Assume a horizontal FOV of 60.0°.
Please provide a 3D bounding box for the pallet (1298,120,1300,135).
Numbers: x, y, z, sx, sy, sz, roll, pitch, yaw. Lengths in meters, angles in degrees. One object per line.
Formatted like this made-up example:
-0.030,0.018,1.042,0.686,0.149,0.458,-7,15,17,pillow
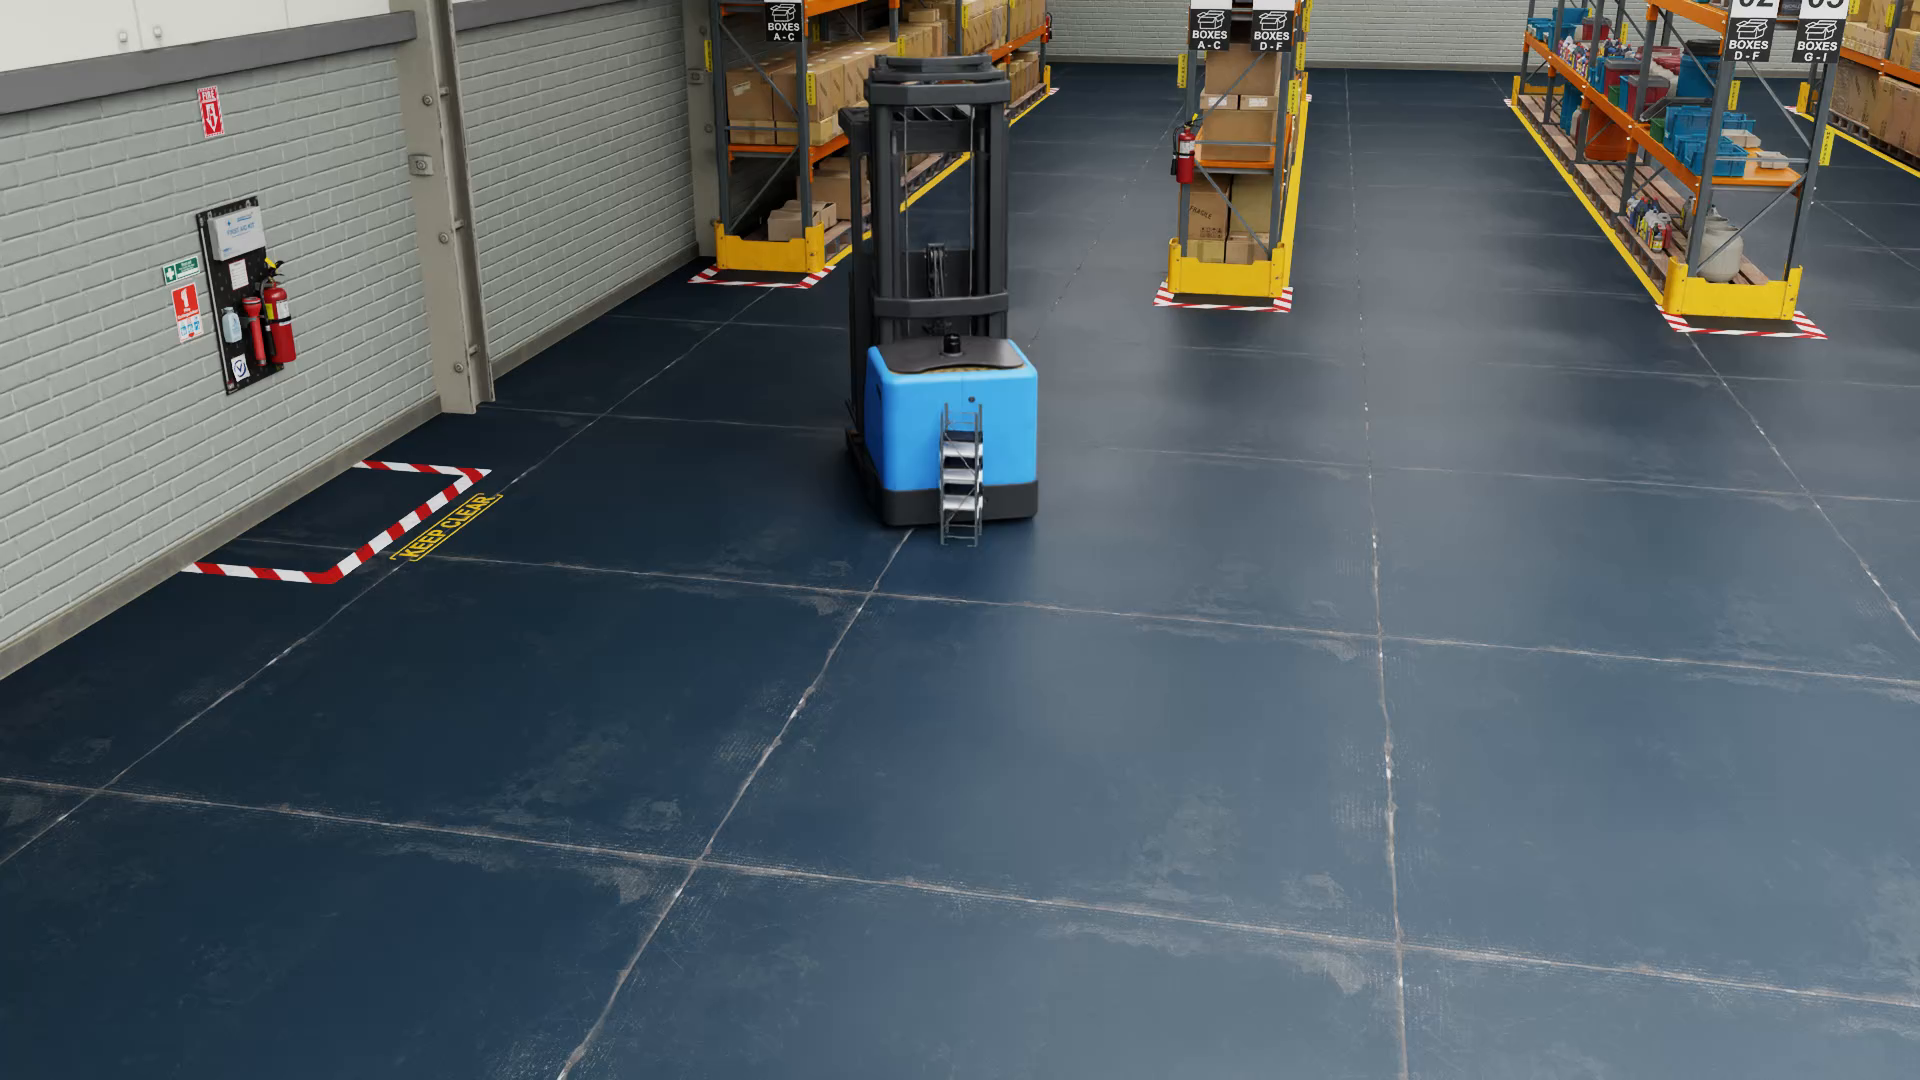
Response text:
5.074,-6.779,27.402,1.003,0.211,1.213,4,22,11,pallet

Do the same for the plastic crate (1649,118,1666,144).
7.865,-4.495,18.282,0.450,0.188,0.662,4,22,11,plastic crate

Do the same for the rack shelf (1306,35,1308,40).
5.611,-8.770,29.578,1.077,0.370,4.000,4,22,11,rack shelf

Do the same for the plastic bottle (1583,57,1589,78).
8.947,-6.741,23.733,0.061,0.283,0.133,4,22,11,plastic bottle

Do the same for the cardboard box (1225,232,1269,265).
3.081,-3.082,17.610,0.500,0.250,0.500,4,22,11,cardboard box

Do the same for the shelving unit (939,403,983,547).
0.008,-0.415,10.680,0.258,0.900,0.210,3,22,7,shelving unit

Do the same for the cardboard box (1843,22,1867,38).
15.148,-8.618,28.040,0.500,0.250,0.500,4,22,9,cardboard box

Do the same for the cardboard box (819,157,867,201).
-1.452,-4.485,20.731,0.500,0.500,0.500,3,22,7,cardboard box

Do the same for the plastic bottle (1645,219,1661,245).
7.655,-3.391,18.316,0.152,0.276,0.135,4,22,9,plastic bottle

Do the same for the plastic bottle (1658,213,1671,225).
7.873,-3.518,18.631,0.152,0.276,0.135,4,22,11,plastic bottle

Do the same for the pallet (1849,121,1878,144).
15.132,-6.595,26.945,1.003,0.211,1.213,4,22,11,pallet

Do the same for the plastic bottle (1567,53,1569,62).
9.344,-7.382,25.434,0.097,0.201,0.097,0,22,0,plastic bottle

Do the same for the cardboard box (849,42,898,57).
-1.074,-5.914,20.693,0.500,0.500,0.500,4,22,11,cardboard box

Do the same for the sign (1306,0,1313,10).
5.747,-8.869,27.309,0.100,0.325,0.005,4,22,11,sign

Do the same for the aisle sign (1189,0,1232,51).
2.453,-5.188,16.240,0.394,0.787,0.004,4,22,11,aisle sign

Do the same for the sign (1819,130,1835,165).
8.140,-3.690,15.629,0.100,0.325,0.005,4,22,11,sign

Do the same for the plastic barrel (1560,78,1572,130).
9.923,-7.017,26.509,0.600,0.901,0.708,4,22,11,plastic barrel

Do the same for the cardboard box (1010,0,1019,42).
0.479,-9.085,28.995,0.980,0.700,0.700,5,22,12,cardboard box

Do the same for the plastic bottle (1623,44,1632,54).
9.959,-7.207,24.798,0.144,0.351,0.185,4,22,11,plastic bottle

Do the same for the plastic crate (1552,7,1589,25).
10.982,-9.364,29.961,0.616,0.435,0.499,4,22,11,plastic crate

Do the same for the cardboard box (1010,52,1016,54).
0.851,-9.160,31.498,0.380,0.149,0.250,5,22,11,cardboard box

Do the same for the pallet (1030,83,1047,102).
1.082,-8.620,31.974,1.003,0.211,1.213,4,22,11,pallet

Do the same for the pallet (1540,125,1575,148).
9.853,-6.421,26.514,1.003,0.211,1.213,4,22,11,pallet

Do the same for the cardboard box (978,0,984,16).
0.089,-8.353,26.017,0.500,0.250,0.500,5,22,11,cardboard box

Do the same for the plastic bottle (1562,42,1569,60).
9.459,-7.619,25.930,0.097,0.271,0.097,0,22,0,plastic bottle

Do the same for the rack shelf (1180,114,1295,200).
3.162,-4.382,18.681,1.077,0.370,4.000,4,22,11,rack shelf

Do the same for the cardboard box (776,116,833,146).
-1.686,-4.454,18.072,0.500,0.250,0.500,4,22,9,cardboard box

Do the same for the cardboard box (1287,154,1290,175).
3.899,-4.758,21.021,0.500,0.311,0.500,5,22,11,cardboard box

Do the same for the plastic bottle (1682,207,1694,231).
8.380,-3.683,19.040,0.152,0.276,0.135,4,22,11,plastic bottle

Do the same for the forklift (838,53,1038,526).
-0.252,-1.971,11.824,1.130,2.935,3.031,-4,22,-10,forklift

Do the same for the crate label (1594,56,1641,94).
8.767,-6.204,22.196,0.502,0.435,0.616,4,22,11,crate label

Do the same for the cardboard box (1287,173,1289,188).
4.001,-4.682,21.581,0.500,0.250,0.500,5,22,12,cardboard box

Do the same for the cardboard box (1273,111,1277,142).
3.071,-4.574,18.061,0.700,0.500,0.500,5,22,11,cardboard box

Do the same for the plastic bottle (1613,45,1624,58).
9.783,-7.169,24.705,0.144,0.351,0.185,4,22,11,plastic bottle

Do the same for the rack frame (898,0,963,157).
-0.464,-7.286,24.929,1.000,3.000,0.127,4,22,11,rack frame

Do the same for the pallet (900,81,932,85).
-0.981,-6.002,21.999,1.003,0.211,1.213,4,22,11,pallet

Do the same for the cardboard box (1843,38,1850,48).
15.008,-8.295,27.771,0.380,0.149,0.250,4,22,10,cardboard box

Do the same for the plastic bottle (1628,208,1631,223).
7.883,-3.816,19.471,0.097,0.201,0.097,0,22,0,plastic bottle

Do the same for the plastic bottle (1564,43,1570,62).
9.377,-7.513,25.649,0.061,0.283,0.133,4,22,11,plastic bottle

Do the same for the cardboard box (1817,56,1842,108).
15.664,-8.048,29.103,0.875,0.875,0.875,4,22,11,cardboard box

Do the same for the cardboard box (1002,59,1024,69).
0.960,-8.653,30.239,0.380,0.149,0.250,4,22,9,cardboard box

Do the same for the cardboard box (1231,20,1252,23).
3.384,-5.747,19.238,0.700,0.500,0.500,4,22,11,cardboard box

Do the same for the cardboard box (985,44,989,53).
0.259,-8.035,27.099,0.380,0.149,0.250,4,22,9,cardboard box

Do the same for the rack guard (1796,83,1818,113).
15.721,-7.928,29.870,1.175,0.500,0.348,4,22,11,rack guard

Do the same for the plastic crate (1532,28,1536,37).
10.210,-8.938,29.303,0.250,0.136,0.298,4,22,11,plastic crate

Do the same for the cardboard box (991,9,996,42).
0.300,-8.384,27.097,0.500,0.500,0.500,4,22,11,cardboard box

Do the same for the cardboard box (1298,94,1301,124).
5.171,-6.851,26.607,0.500,0.500,0.500,5,22,12,cardboard box

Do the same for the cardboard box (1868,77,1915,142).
14.789,-6.590,25.482,1.225,0.875,0.875,5,22,11,cardboard box

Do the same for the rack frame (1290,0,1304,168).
4.387,-6.910,23.995,1.000,3.000,0.127,4,22,11,rack frame

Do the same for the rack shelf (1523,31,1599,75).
10.459,-8.391,28.637,1.077,0.370,4.000,4,22,11,rack shelf

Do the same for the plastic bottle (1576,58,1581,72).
9.127,-6.993,24.469,0.097,0.201,0.097,0,22,0,plastic bottle

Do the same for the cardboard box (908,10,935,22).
-0.556,-7.590,24.093,0.380,0.149,0.250,1,22,2,cardboard box

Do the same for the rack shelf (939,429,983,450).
0.008,-0.635,10.591,0.258,0.077,0.200,3,22,7,rack shelf

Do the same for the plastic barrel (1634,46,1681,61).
9.437,-6.401,22.550,0.600,0.536,0.708,4,22,11,plastic barrel
